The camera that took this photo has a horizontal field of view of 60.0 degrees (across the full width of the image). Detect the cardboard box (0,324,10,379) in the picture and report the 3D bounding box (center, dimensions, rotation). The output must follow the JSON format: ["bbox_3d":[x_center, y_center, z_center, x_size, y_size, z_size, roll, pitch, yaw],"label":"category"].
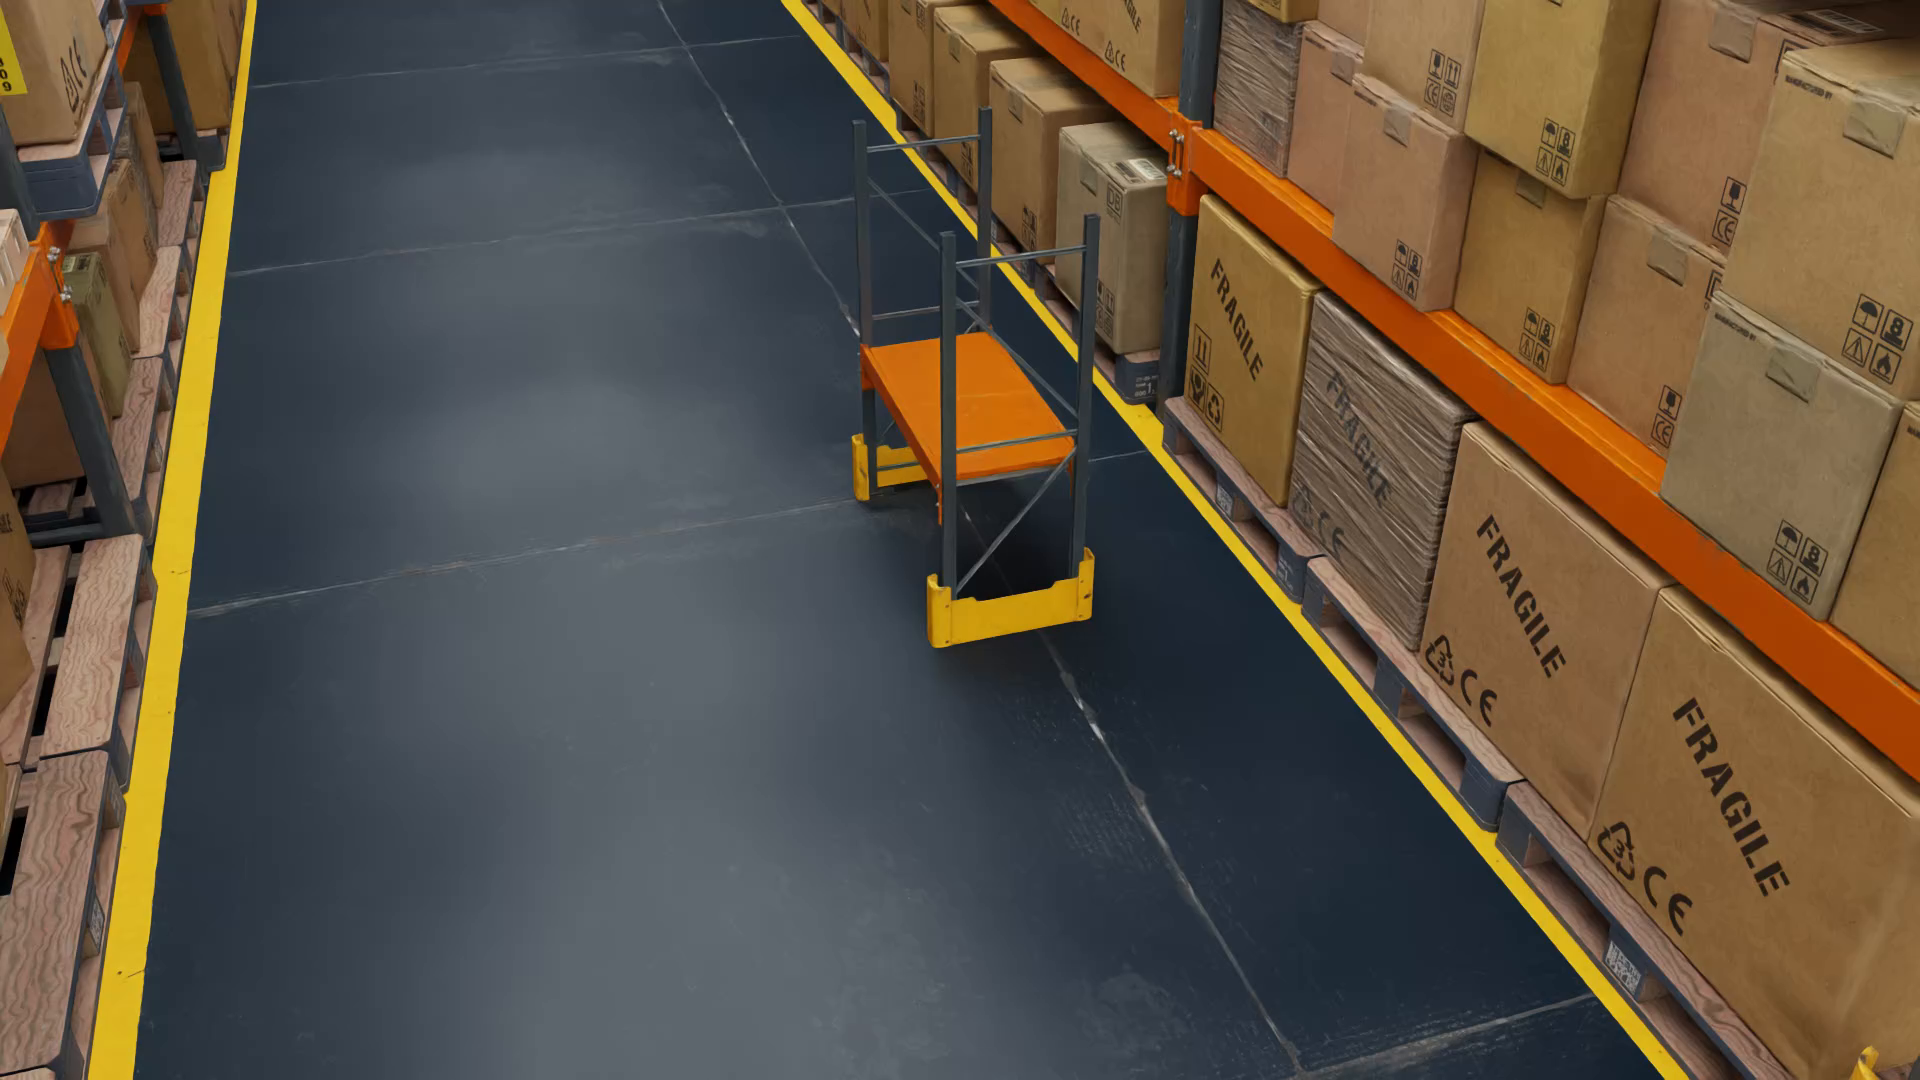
[{"bbox_3d":[-2.820,-0.494,4.504,0.380,0.149,0.250,-10,35,-15],"label":"cardboard box"}]

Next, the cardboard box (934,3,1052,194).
[{"bbox_3d":[0.470,-2.373,8.780,1.050,0.750,0.750,-9,35,-14],"label":"cardboard box"}]

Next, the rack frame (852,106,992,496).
[{"bbox_3d":[-0.129,-0.848,6.173,0.500,1.500,0.032,-10,35,-15],"label":"rack frame"}]

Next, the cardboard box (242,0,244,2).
[{"bbox_3d":[-5.661,-4.205,11.439,1.225,0.875,0.875,-10,35,-15],"label":"cardboard box"}]

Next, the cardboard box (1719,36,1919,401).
[{"bbox_3d":[2.208,-0.717,3.499,0.875,0.550,0.550,-10,35,-15],"label":"cardboard box"}]

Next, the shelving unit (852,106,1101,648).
[{"bbox_3d":[0.023,-0.586,5.776,0.587,1.500,1.083,-10,35,-15],"label":"shelving unit"}]

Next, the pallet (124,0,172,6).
[{"bbox_3d":[-4.336,-2.712,7.808,1.213,0.211,1.003,-10,35,-15],"label":"pallet"}]

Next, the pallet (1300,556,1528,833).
[{"bbox_3d":[1.853,0.388,5.472,1.003,0.211,1.213,-10,35,-15],"label":"pallet"}]

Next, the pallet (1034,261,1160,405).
[{"bbox_3d":[1.013,-1.059,7.661,1.003,0.211,1.213,-10,35,-15],"label":"pallet"}]

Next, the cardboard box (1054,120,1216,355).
[{"bbox_3d":[1.045,-1.377,7.273,1.050,0.750,0.750,-10,35,-15],"label":"cardboard box"}]

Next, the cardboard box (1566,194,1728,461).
[{"bbox_3d":[2.144,-0.579,4.270,0.875,0.550,0.550,-10,35,-15],"label":"cardboard box"}]

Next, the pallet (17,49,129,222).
[{"bbox_3d":[-3.529,-1.394,5.813,1.003,0.211,1.213,-10,35,-15],"label":"pallet"}]

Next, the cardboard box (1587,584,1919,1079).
[{"bbox_3d":[2.270,0.637,4.112,0.875,0.875,0.875,-10,35,-14],"label":"cardboard box"}]

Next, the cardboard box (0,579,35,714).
[{"bbox_3d":[-3.169,0.335,4.908,0.500,0.500,0.500,0,33,1],"label":"cardboard box"}]

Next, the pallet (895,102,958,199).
[{"bbox_3d":[0.268,-2.340,9.599,1.003,0.211,1.213,-10,35,-15],"label":"pallet"}]

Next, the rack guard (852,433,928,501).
[{"bbox_3d":[-0.129,-0.326,6.516,0.587,0.250,0.087,-10,35,-15],"label":"rack guard"}]

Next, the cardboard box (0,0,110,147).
[{"bbox_3d":[-3.544,-1.915,5.502,1.000,1.000,1.000,-10,35,-14],"label":"cardboard box"}]

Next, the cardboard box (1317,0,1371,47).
[{"bbox_3d":[1.678,-1.874,5.250,0.875,0.550,0.550,-10,35,-15],"label":"cardboard box"}]

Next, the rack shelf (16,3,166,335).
[{"bbox_3d":[-4.045,-1.798,6.903,1.077,0.370,4.000,-10,35,-15],"label":"rack shelf"}]

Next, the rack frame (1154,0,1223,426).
[{"bbox_3d":[1.320,-1.830,6.298,1.000,3.000,0.127,-10,35,-15],"label":"rack frame"}]

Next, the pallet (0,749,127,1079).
[{"bbox_3d":[-2.820,1.103,4.389,1.003,0.211,1.213,-10,35,-15],"label":"pallet"}]

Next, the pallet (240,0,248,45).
[{"bbox_3d":[-5.568,-3.693,11.647,1.003,0.211,1.213,-10,35,-15],"label":"pallet"}]

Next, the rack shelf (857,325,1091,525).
[{"bbox_3d":[0.026,-0.431,5.868,0.538,0.185,1.000,-10,35,-15],"label":"rack shelf"}]

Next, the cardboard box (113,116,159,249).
[{"bbox_3d":[-4.250,-1.652,7.897,0.700,0.500,0.500,-13,36,-19],"label":"cardboard box"}]

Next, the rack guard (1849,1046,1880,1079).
[{"bbox_3d":[2.547,1.326,3.790,1.175,0.500,0.348,-10,35,-15],"label":"rack guard"}]

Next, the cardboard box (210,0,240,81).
[{"bbox_3d":[-5.110,-3.273,10.028,1.225,0.875,0.875,-10,35,-15],"label":"cardboard box"}]

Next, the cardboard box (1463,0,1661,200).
[{"bbox_3d":[1.881,-1.290,4.366,0.875,0.550,0.500,-10,35,-15],"label":"cardboard box"}]

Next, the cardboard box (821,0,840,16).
[{"bbox_3d":[-0.682,-3.912,11.335,0.500,0.500,0.500,-12,35,-17],"label":"cardboard box"}]

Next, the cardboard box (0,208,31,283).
[{"bbox_3d":[-3.089,-0.880,5.089,0.380,0.149,0.250,-10,35,-15],"label":"cardboard box"}]

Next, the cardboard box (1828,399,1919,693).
[{"bbox_3d":[2.384,0.021,3.362,0.875,0.550,0.550,-10,35,-15],"label":"cardboard box"}]

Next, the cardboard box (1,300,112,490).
[{"bbox_3d":[-3.601,-0.515,6.177,0.700,0.500,0.500,-13,36,-18],"label":"cardboard box"}]

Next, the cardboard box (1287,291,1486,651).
[{"bbox_3d":[1.724,-0.304,5.535,0.875,0.875,0.875,-10,35,-14],"label":"cardboard box"}]

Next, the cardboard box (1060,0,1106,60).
[{"bbox_3d":[0.752,-2.366,7.018,0.500,0.500,0.500,-10,35,-15],"label":"cardboard box"}]

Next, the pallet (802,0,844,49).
[{"bbox_3d":[-0.506,-3.816,11.834,1.003,0.211,1.213,-10,35,-15],"label":"pallet"}]

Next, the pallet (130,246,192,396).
[{"bbox_3d":[-4.049,-0.935,7.474,1.003,0.211,1.213,-10,35,-15],"label":"pallet"}]

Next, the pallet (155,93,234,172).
[{"bbox_3d":[-4.823,-2.412,9.708,1.003,0.211,1.213,-10,35,-15],"label":"pallet"}]

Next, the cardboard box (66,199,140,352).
[{"bbox_3d":[-3.900,-1.062,7.005,0.700,0.500,0.500,-13,36,-19],"label":"cardboard box"}]

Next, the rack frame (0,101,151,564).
[{"bbox_3d":[-3.435,-1.049,5.116,1.000,3.000,0.127,-10,35,-15],"label":"rack frame"}]

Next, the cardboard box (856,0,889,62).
[{"bbox_3d":[-0.350,-3.364,10.506,0.500,0.500,0.500,-10,35,-15],"label":"cardboard box"}]

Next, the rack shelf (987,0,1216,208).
[{"bbox_3d":[0.710,-2.579,8.085,1.077,0.370,4.000,-10,35,-15],"label":"rack shelf"}]

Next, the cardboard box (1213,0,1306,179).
[{"bbox_3d":[1.444,-1.700,5.966,0.875,0.550,0.550,-10,35,-15],"label":"cardboard box"}]

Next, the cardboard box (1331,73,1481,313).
[{"bbox_3d":[1.686,-1.112,5.076,0.875,0.550,0.550,-10,35,-15],"label":"cardboard box"}]
